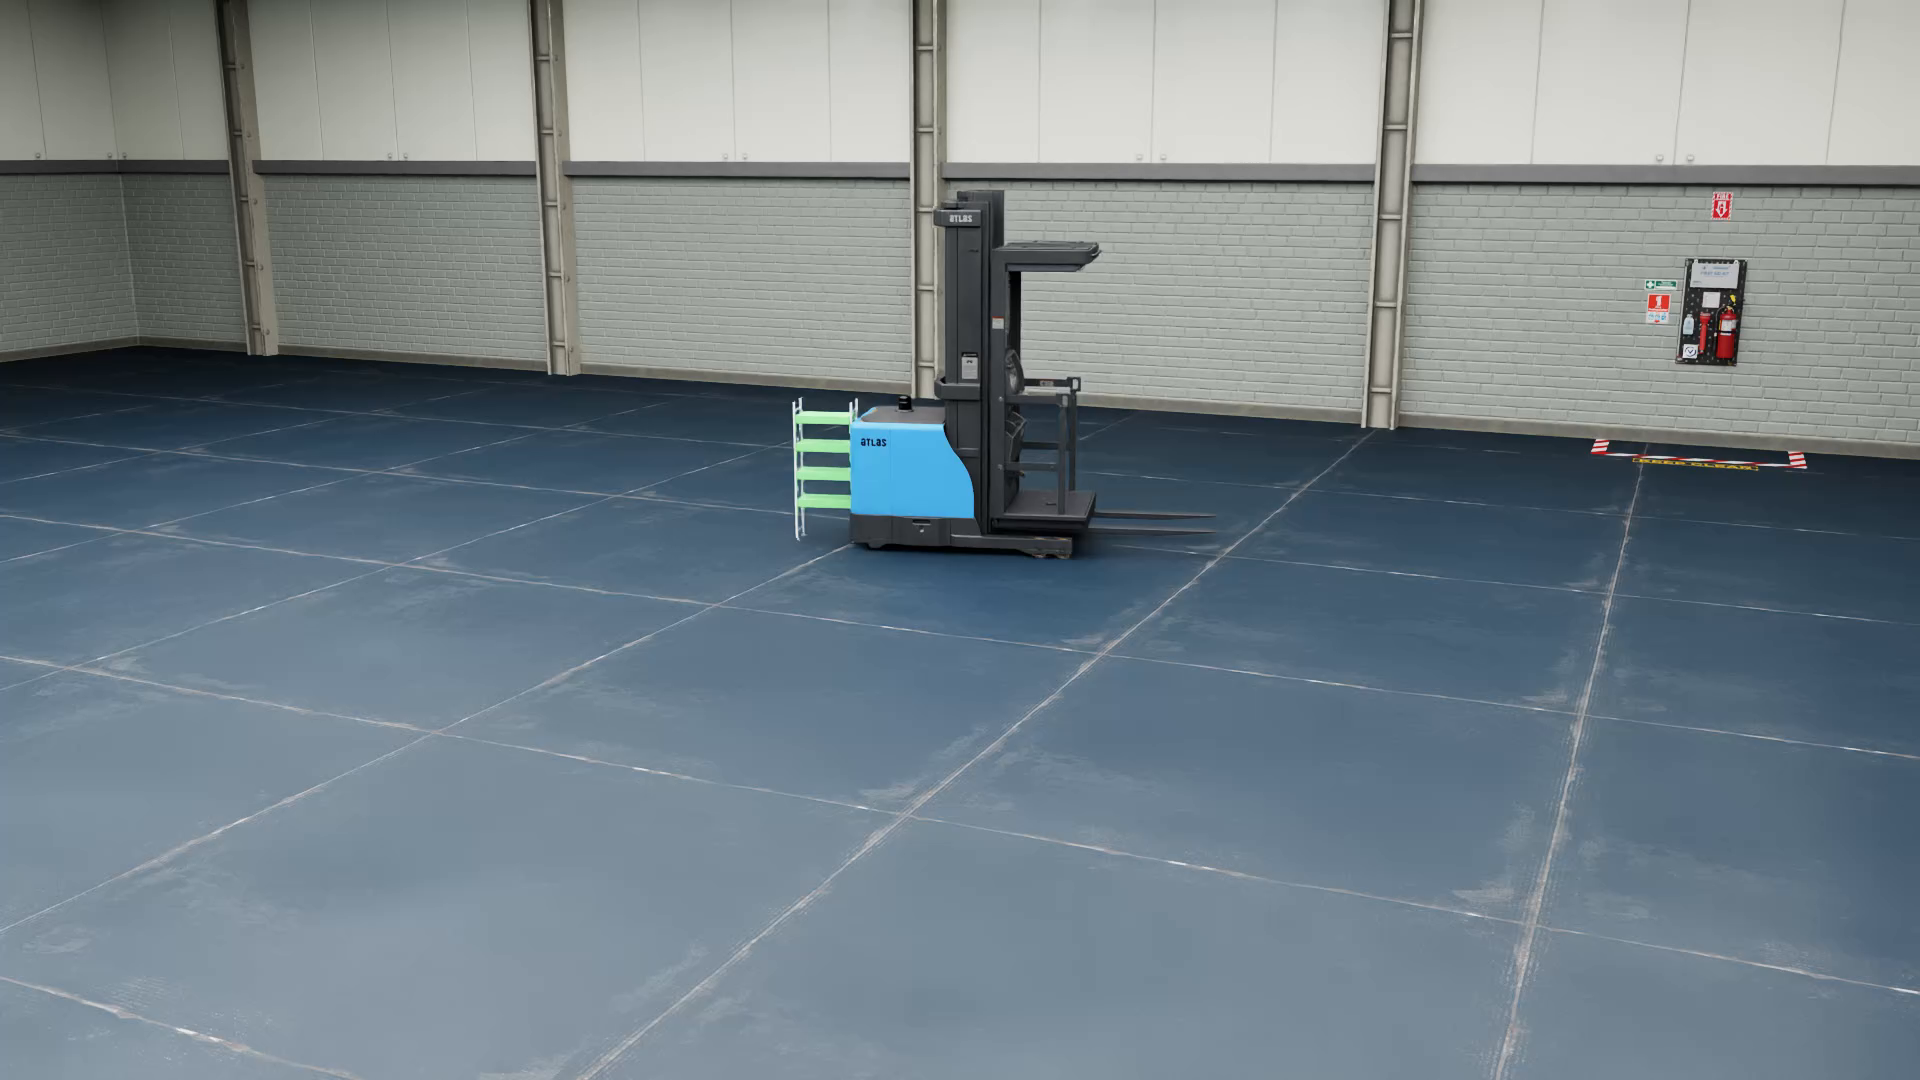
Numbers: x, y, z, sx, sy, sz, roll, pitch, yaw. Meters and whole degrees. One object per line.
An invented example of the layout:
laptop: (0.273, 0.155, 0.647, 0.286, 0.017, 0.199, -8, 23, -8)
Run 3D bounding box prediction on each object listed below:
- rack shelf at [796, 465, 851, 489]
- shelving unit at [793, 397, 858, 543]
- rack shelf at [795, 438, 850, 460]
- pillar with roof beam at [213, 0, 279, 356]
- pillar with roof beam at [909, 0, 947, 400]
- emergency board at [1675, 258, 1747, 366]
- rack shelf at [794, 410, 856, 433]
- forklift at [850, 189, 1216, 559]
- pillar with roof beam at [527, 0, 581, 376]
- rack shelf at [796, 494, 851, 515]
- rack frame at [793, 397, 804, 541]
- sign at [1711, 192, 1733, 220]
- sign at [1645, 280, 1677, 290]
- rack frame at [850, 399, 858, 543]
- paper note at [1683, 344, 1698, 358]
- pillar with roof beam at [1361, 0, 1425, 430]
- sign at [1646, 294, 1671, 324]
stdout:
rack shelf: (-1.137, -0.536, 14.191, 0.480, 0.148, 0.258, 2, 13, 9)
shelving unit: (-1.137, -0.598, 14.176, 0.503, 1.200, 0.258, 2, 13, 9)
rack shelf: (-1.137, -0.769, 14.136, 0.480, 0.148, 0.258, 2, 13, 9)
pillar with roof beam: (-13.128, -6.517, 22.330, 0.400, 9.000, 9.100, 6, 14, 23)
pillar with roof beam: (-2.157, -5.407, 17.598, 0.400, 9.000, 9.100, 6, 14, 23)
emergency board: (8.315, -2.511, 18.391, 0.643, 1.169, 0.194, 6, 14, 23)
rack shelf: (-1.137, -1.003, 14.081, 0.480, 0.148, 0.258, 2, 13, 9)
forklift: (0.640, -1.404, 13.824, 3.031, 2.935, 1.130, 2, 13, 9)
pillar with roof beam: (-7.643, -5.962, 19.964, 0.400, 9.000, 9.100, 6, 14, 23)
rack shelf: (-1.137, -0.302, 14.245, 0.480, 0.148, 0.258, 2, 13, 9)
rack frame: (-1.378, -0.606, 14.212, 0.015, 1.200, 0.240, 2, 13, 9)
sign: (8.347, -3.662, 18.218, 0.199, 0.298, 0.001, 6, 14, 23)
sign: (7.851, -2.857, 18.627, 0.331, 0.109, 0.001, 6, 14, 23)
rack frame: (-0.896, -0.589, 14.140, 0.015, 1.200, 0.240, 2, 13, 9)
paper note: (8.181, -2.113, 18.623, 0.142, 0.148, 0.016, 6, 14, 23)
pillar with roof beam: (3.329, -4.851, 15.232, 0.400, 9.000, 9.100, 6, 14, 23)
sign: (7.851, -2.601, 18.697, 0.234, 0.329, 0.001, 6, 14, 23)
